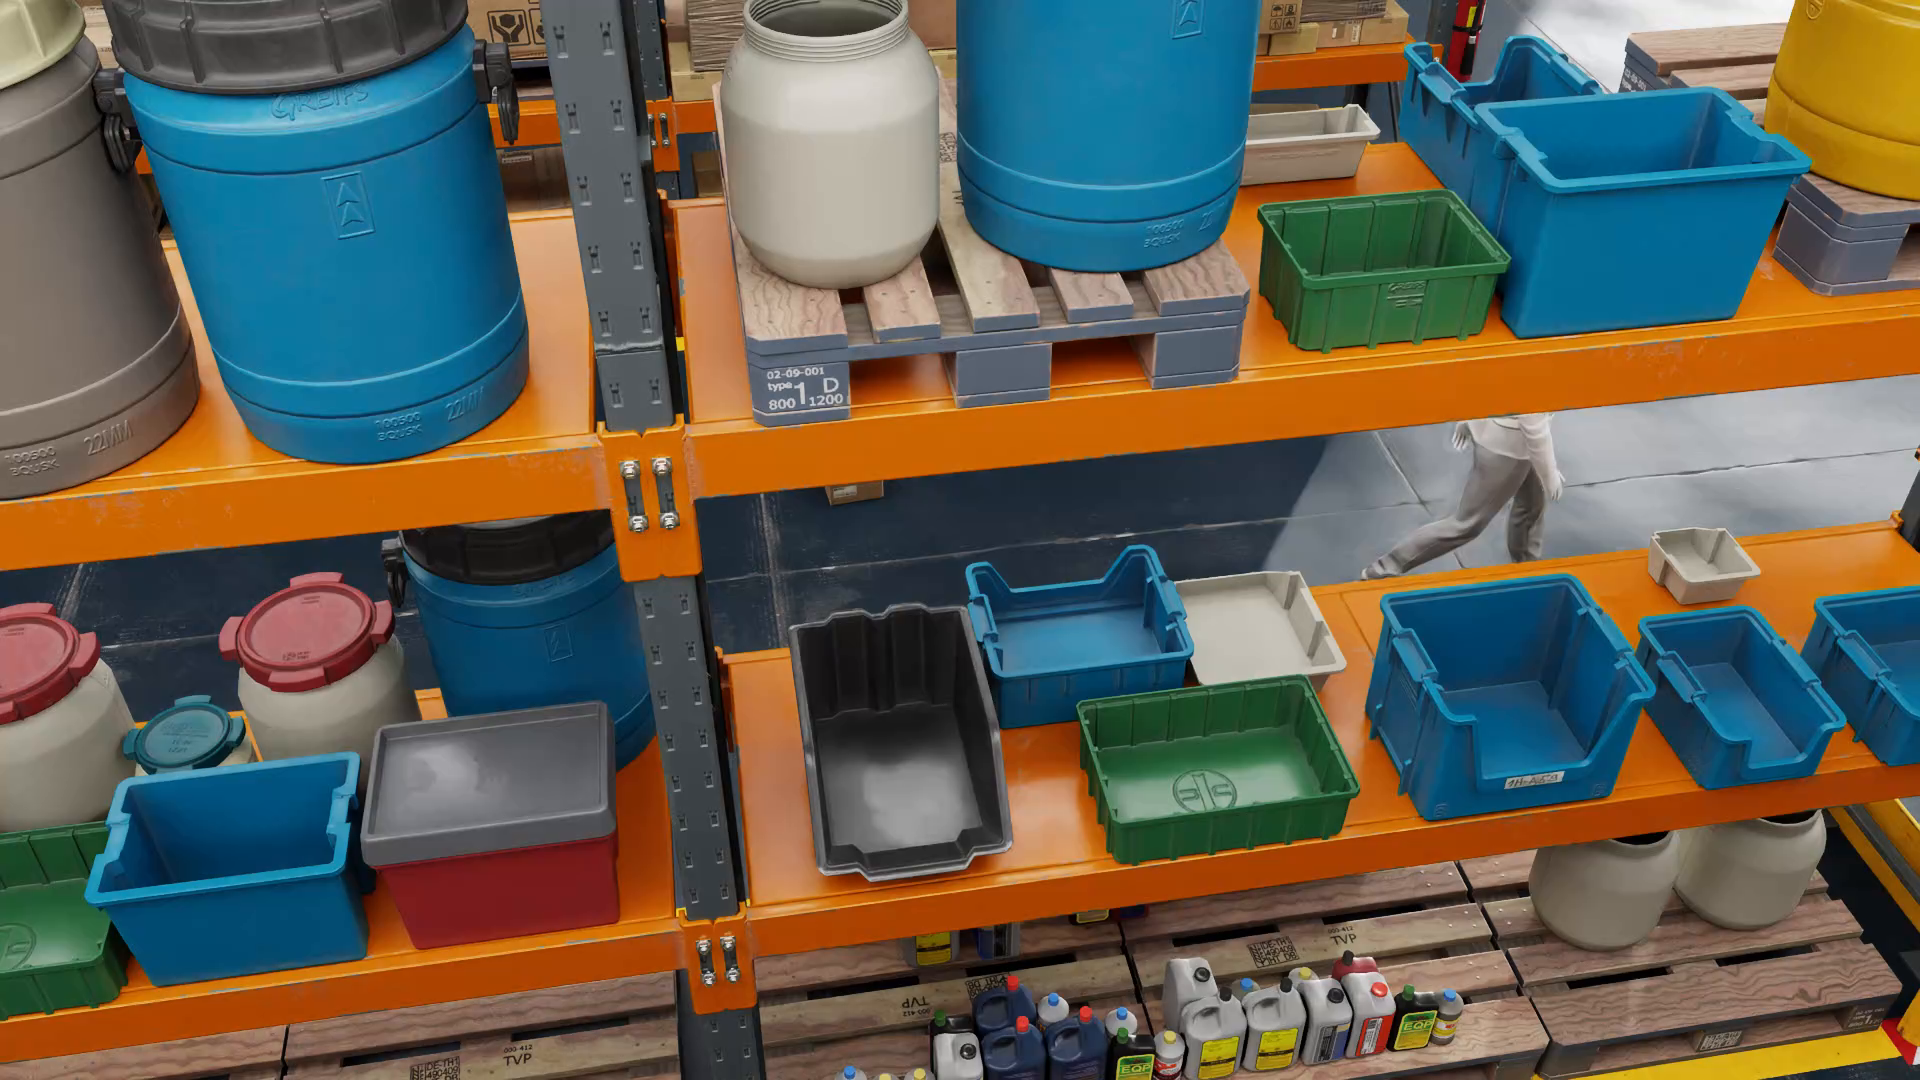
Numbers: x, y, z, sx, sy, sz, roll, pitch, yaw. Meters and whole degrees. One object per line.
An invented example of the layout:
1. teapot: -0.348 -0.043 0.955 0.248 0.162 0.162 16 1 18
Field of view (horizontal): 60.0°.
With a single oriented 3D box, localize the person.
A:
1. person: 2.177 -0.405 6.622 0.962 1.642 0.503 1 39 1
